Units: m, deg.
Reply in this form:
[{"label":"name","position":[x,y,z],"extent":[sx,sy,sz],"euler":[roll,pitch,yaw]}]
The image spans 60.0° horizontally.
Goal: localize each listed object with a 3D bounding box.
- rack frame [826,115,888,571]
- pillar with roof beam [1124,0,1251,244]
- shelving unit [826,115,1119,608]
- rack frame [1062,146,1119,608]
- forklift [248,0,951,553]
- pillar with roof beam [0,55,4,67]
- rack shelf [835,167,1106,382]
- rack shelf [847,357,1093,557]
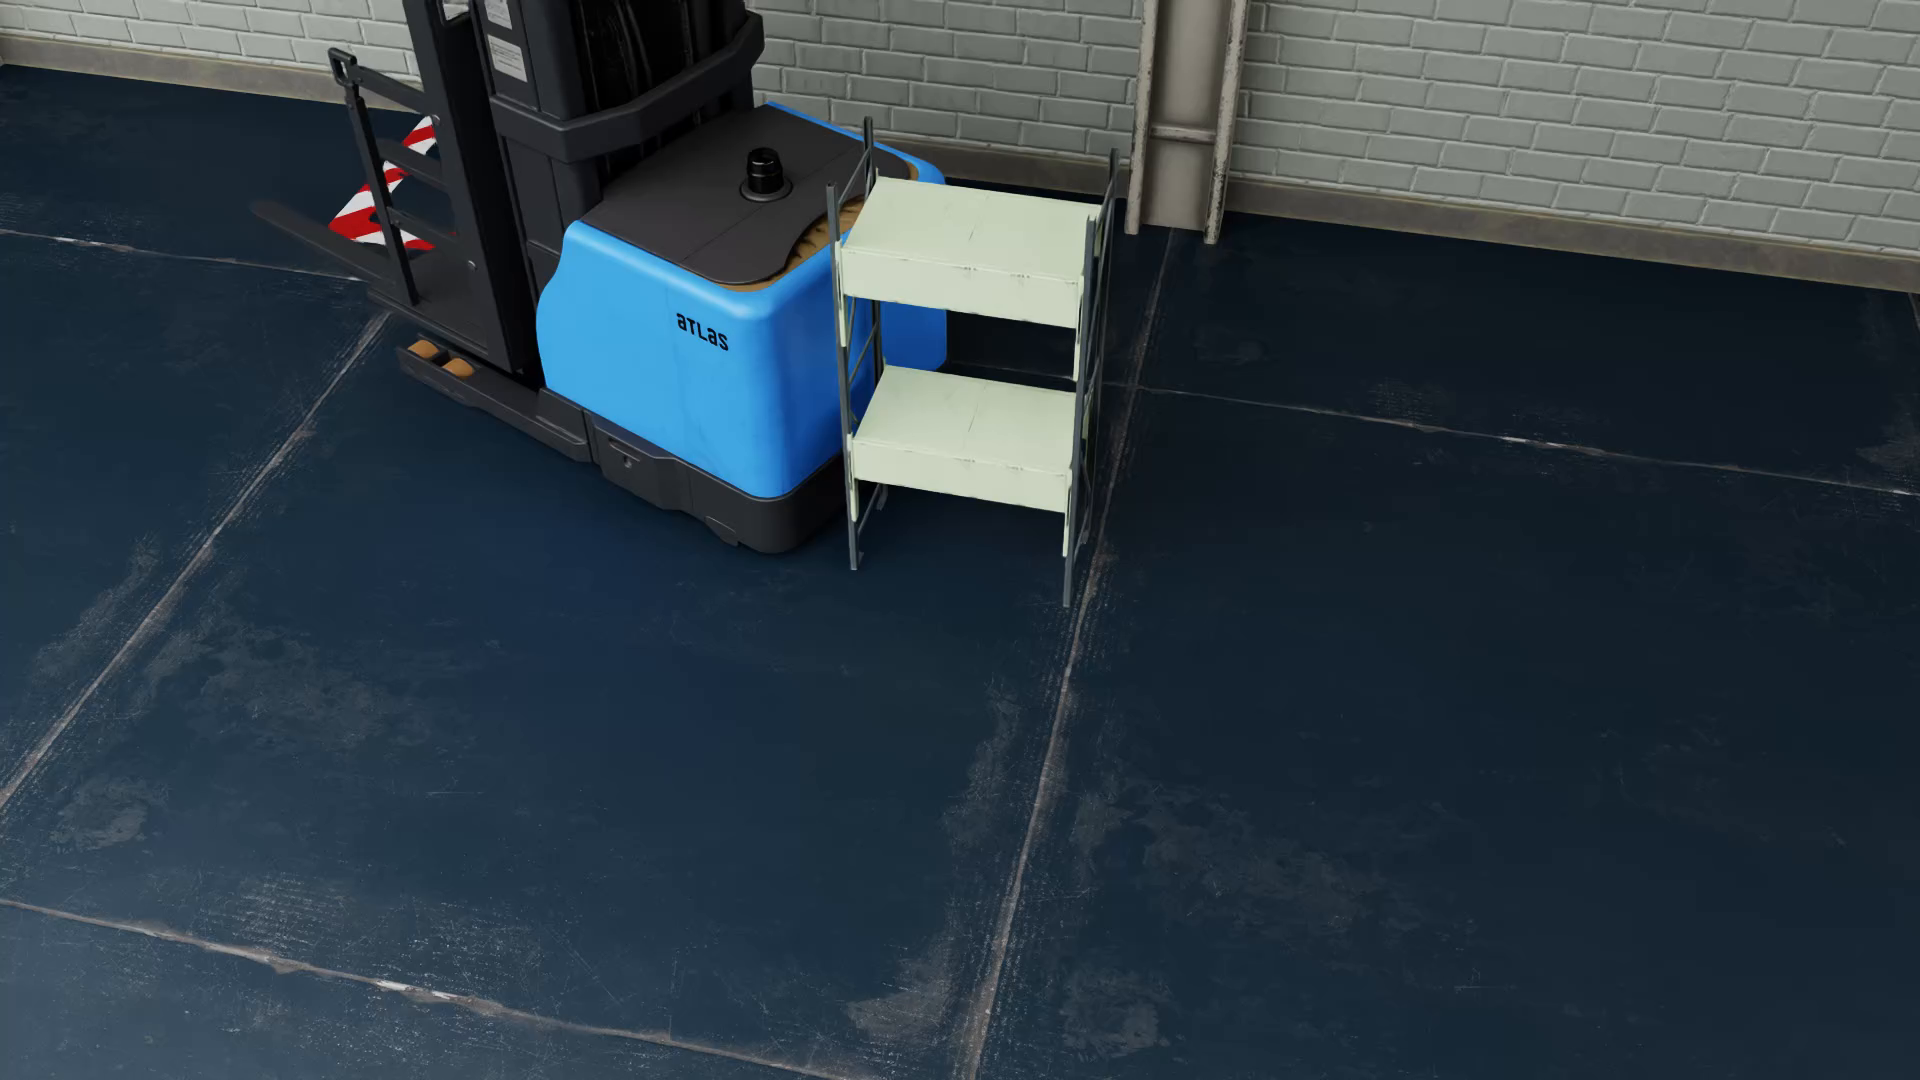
[{"label":"rack frame","position":[-0.313,-0.570,5.261],"extent":[0.023,1.500,0.400],"euler":[10,45,10]},{"label":"pillar with roof beam","position":[-0.011,-1.716,1.044],"extent":[0.400,9.000,9.100],"euler":[9,45,9]},{"label":"shelving unit","position":[0.043,-0.510,5.199],"extent":[0.755,1.500,0.431],"euler":[10,45,10]},{"label":"rack frame","position":[0.398,-0.450,5.136],"extent":[0.023,1.500,0.400],"euler":[10,45,10]},{"label":"forklift","position":[-1.521,-1.842,5.550],"extent":[3.031,2.935,1.130],"euler":[27,50,25]},{"label":"pillar with roof beam","position":[-5.866,-2.625,1.988],"extent":[0.400,9.000,9.100],"euler":[9,45,9]},{"label":"rack shelf","position":[0.043,-0.791,4.928],"extent":[0.720,0.370,0.431],"euler":[10,45,10]},{"label":"rack shelf","position":[0.042,-0.275,5.425],"extent":[0.720,0.370,0.431],"euler":[10,45,10]}]
